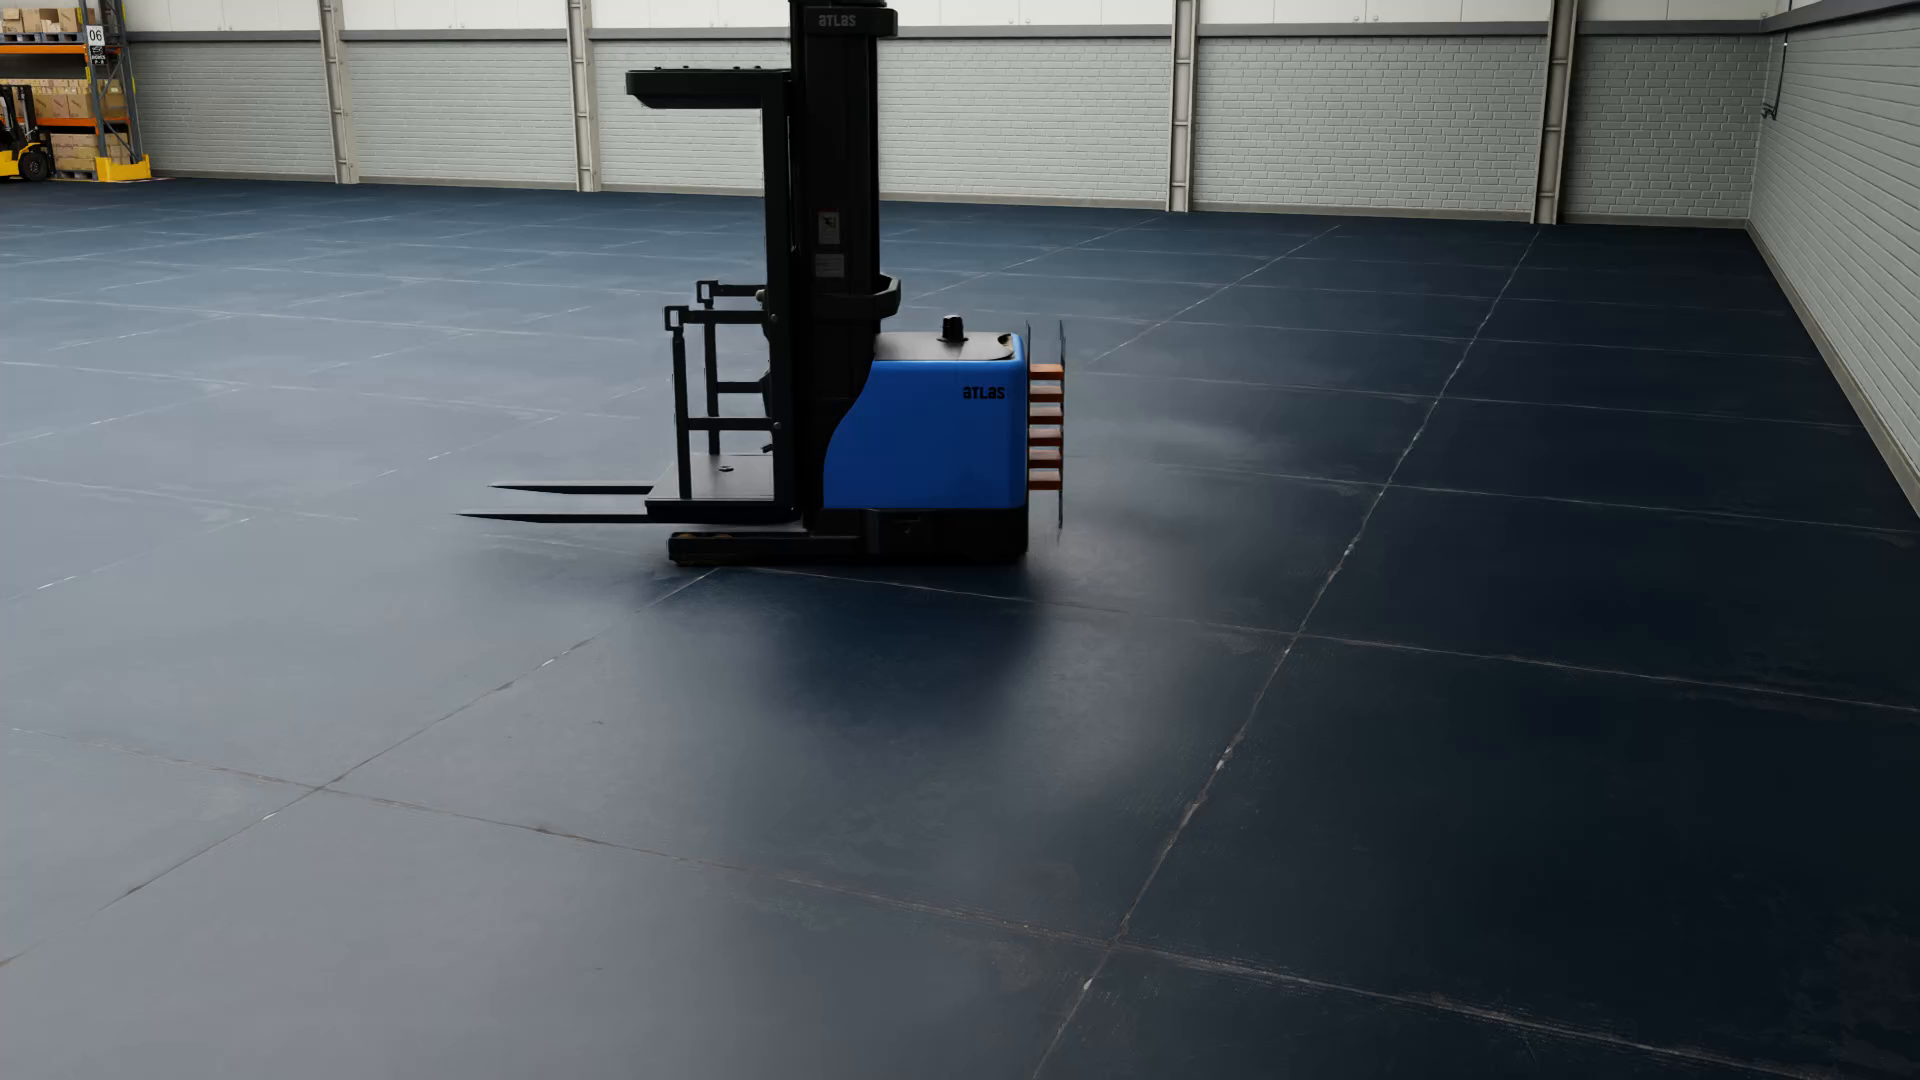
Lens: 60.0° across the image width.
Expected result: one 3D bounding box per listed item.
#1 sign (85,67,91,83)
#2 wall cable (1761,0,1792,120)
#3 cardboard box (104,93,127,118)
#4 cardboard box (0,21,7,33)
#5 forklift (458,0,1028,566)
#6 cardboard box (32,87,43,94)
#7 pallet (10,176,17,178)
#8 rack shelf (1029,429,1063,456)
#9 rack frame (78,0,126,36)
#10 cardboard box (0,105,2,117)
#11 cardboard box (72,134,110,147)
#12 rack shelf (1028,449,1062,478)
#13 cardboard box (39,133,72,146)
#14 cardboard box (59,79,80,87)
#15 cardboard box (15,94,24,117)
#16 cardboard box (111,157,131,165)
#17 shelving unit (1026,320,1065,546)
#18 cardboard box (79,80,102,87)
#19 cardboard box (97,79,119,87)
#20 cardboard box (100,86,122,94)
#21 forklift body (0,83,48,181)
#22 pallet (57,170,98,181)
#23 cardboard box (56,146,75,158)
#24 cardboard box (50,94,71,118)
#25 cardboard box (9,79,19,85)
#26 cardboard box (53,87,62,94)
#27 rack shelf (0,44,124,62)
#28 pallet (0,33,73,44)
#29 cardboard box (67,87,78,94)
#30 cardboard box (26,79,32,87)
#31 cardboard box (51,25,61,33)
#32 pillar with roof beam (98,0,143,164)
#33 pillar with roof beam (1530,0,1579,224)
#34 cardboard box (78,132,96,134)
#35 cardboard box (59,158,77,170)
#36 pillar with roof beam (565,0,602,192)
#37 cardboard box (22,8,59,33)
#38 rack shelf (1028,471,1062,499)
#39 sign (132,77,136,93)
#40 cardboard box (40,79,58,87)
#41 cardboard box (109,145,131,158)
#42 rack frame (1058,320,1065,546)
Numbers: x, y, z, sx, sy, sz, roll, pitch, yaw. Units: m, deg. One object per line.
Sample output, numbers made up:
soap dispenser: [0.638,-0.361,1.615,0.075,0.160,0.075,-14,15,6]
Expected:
sign: [-18.424,-9.830,35.151,0.005,0.325,0.100,6,17,21]
wall cable: [11.634,-7.281,23.682,0.112,2.526,3.097,6,17,21]
cardboard box: [-18.571,-9.470,36.234,0.500,0.500,0.500,7,18,22]
cardboard box: [-20.664,-11.103,35.969,0.258,0.266,0.396,6,17,19]
forklift: [-1.155,-1.419,8.806,3.031,2.935,1.130,0,16,1]
cardboard box: [-19.840,-9.746,36.023,0.250,0.149,0.380,6,17,21]
pallet: [-21.209,-8.277,37.306,1.213,0.211,1.003,6,17,21]
rack shelf: [0.459,-0.535,9.023,0.180,0.103,0.258,0,16,1]
rack frame: [-18.212,-12.180,34.989,0.127,3.000,1.000,6,17,21]
cardboard box: [-21.125,-9.594,36.663,0.500,0.500,0.500,7,17,22]
cardboard box: [-18.755,-8.627,35.895,0.500,0.250,0.500,7,18,22]
rack shelf: [0.459,-0.419,9.056,0.180,0.103,0.258,0,16,1]
cardboard box: [-19.705,-8.727,36.238,0.500,0.250,0.500,7,17,21]
cardboard box: [-19.117,-9.821,35.745,0.250,0.149,0.380,7,17,22]
cardboard box: [-20.194,-9.486,36.289,0.500,0.500,0.500,6,17,21]
cardboard box: [-18.597,-8.281,36.498,0.500,0.250,0.500,6,17,21]
shelving unit: [0.459,-0.577,9.010,0.189,1.200,0.258,0,16,1]
cardboard box: [-18.623,-9.784,35.618,0.250,0.149,0.380,6,17,21]
cardboard box: [-18.446,-9.891,35.989,0.250,0.149,0.380,6,17,20]
cardboard box: [-18.432,-9.761,36.072,0.250,0.149,0.380,6,17,19]
forklift body: [-20.645,-8.612,34.982,1.214,2.155,2.313,6,17,21]
pallet: [-18.939,-8.028,36.446,1.213,0.211,1.003,6,17,21]
cardboard box: [-19.242,-8.443,36.159,0.500,0.250,0.500,6,17,20]
cardboard box: [-19.245,-9.385,35.942,0.500,0.500,0.500,7,18,22]
cardboard box: [-20.518,-9.990,36.329,0.250,0.149,0.380,6,17,20]
cardboard box: [-19.331,-9.711,35.900,0.250,0.149,0.380,6,17,20]
rack shelf: [-20.073,-10.599,36.212,4.000,0.370,1.077,6,17,21]
pallet: [-19.999,-10.901,36.120,1.213,0.211,1.003,6,17,21]
cardboard box: [-18.886,-9.640,35.657,0.250,0.149,0.380,7,17,22]
cardboard box: [-20.052,-9.939,36.153,0.250,0.149,0.380,7,17,21]
cardboard box: [-19.094,-10.875,35.391,0.250,0.149,0.380,6,17,19]
pillar with roof beam: [-20.109,-11.369,32.194,0.400,9.000,9.100,6,17,21]
pillar with roof beam: [7.799,-8.300,21.623,0.400,9.000,9.100,6,17,21]
cardboard box: [-19.056,-8.809,36.522,0.500,0.250,0.500,6,17,21]
cardboard box: [-19.224,-8.200,36.217,0.500,0.250,0.500,6,17,21]
pillar with roof beam: [-8.946,-10.141,27.965,0.400,9.000,9.100,6,17,21]
cardboard box: [-19.629,-11.150,35.709,0.500,0.500,0.700,6,17,21]
rack shelf: [0.459,-0.304,9.090,0.180,0.103,0.258,0,16,1]
sign: [-18.003,-9.896,36.187,0.005,0.325,0.100,6,17,21]
cardboard box: [-19.604,-9.863,35.892,0.250,0.149,0.380,7,18,22]
cardboard box: [-18.573,-8.522,36.432,0.500,0.250,0.500,7,17,22]
rack frame: [0.551,-0.577,9.009,0.006,1.200,0.240,0,16,1]
